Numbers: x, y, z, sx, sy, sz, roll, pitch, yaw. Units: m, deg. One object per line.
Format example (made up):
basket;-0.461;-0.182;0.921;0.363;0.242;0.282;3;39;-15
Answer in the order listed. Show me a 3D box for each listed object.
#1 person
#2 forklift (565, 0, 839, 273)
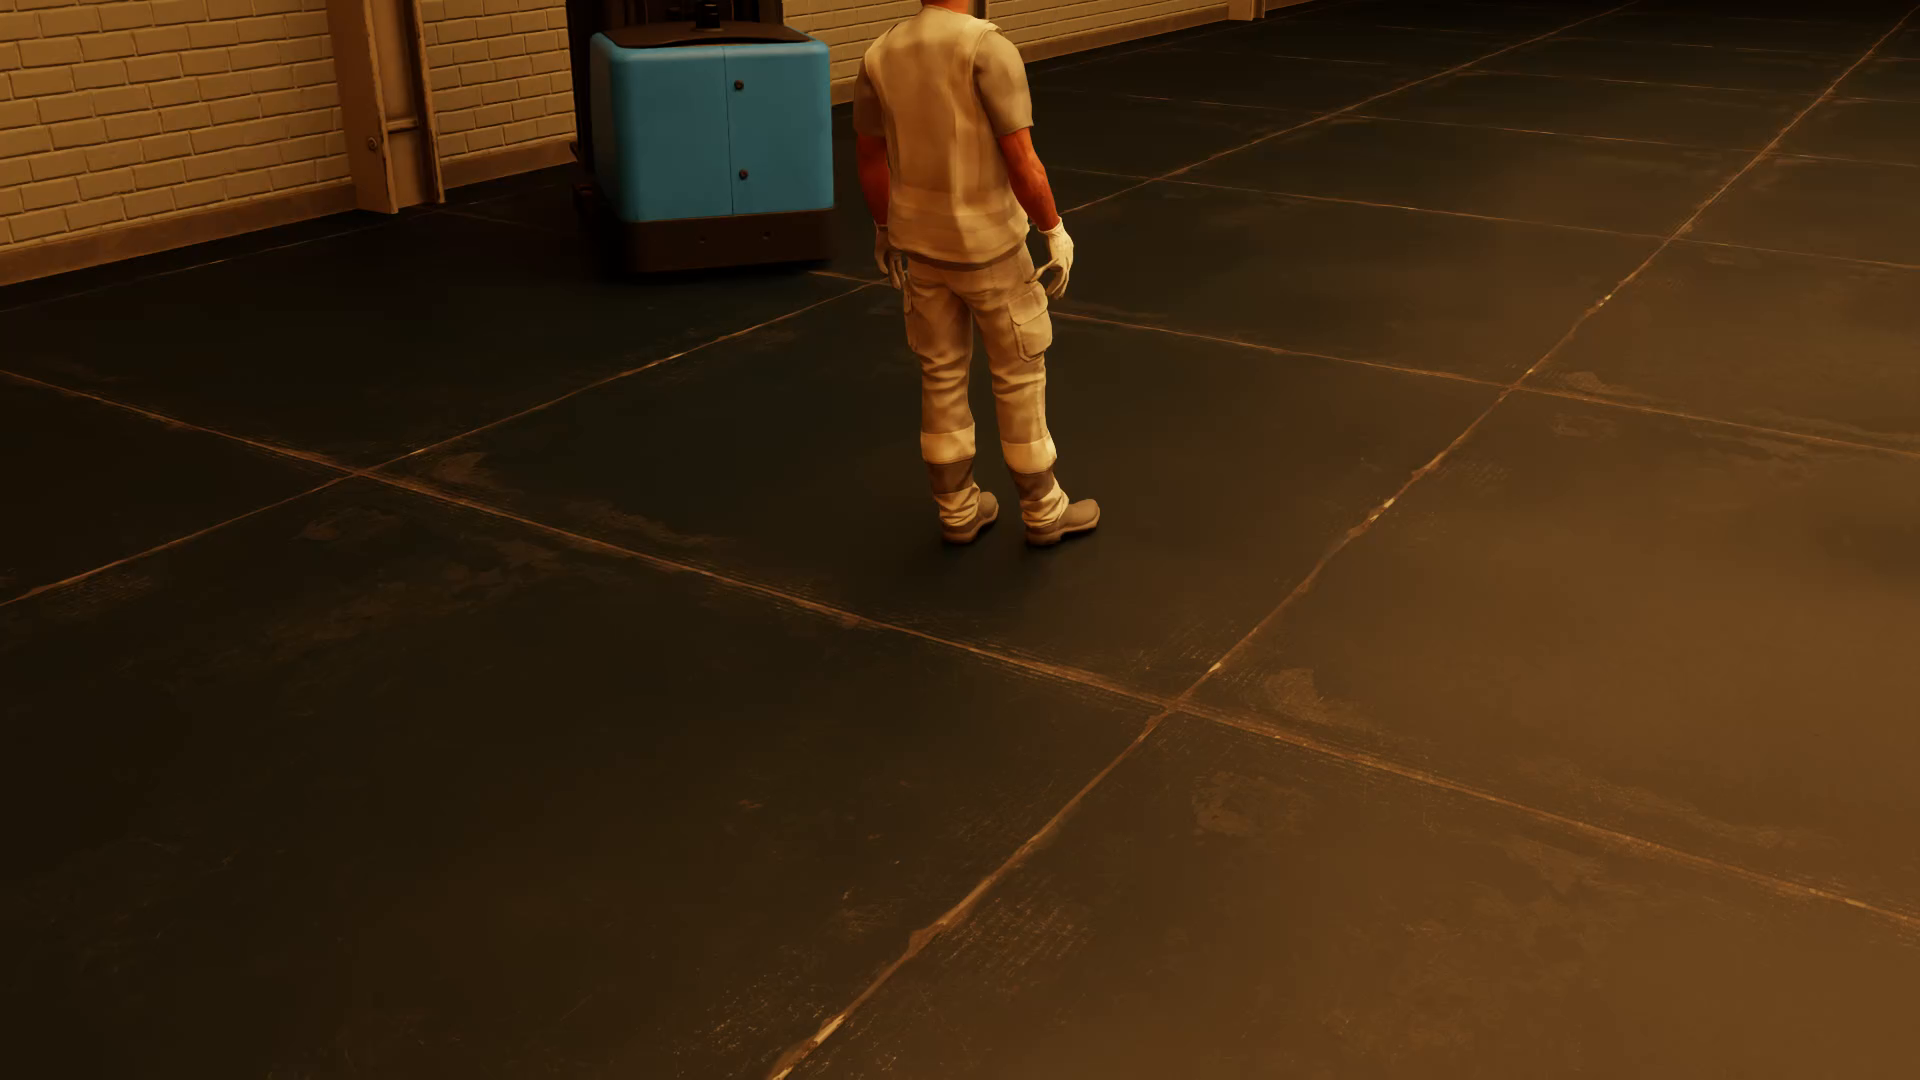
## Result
person;0.054;-0.853;4.740;0.637;1.787;0.564;14;27;30
forklift;-1.536;-3.149;8.668;1.130;2.935;3.031;-7;24;-17
